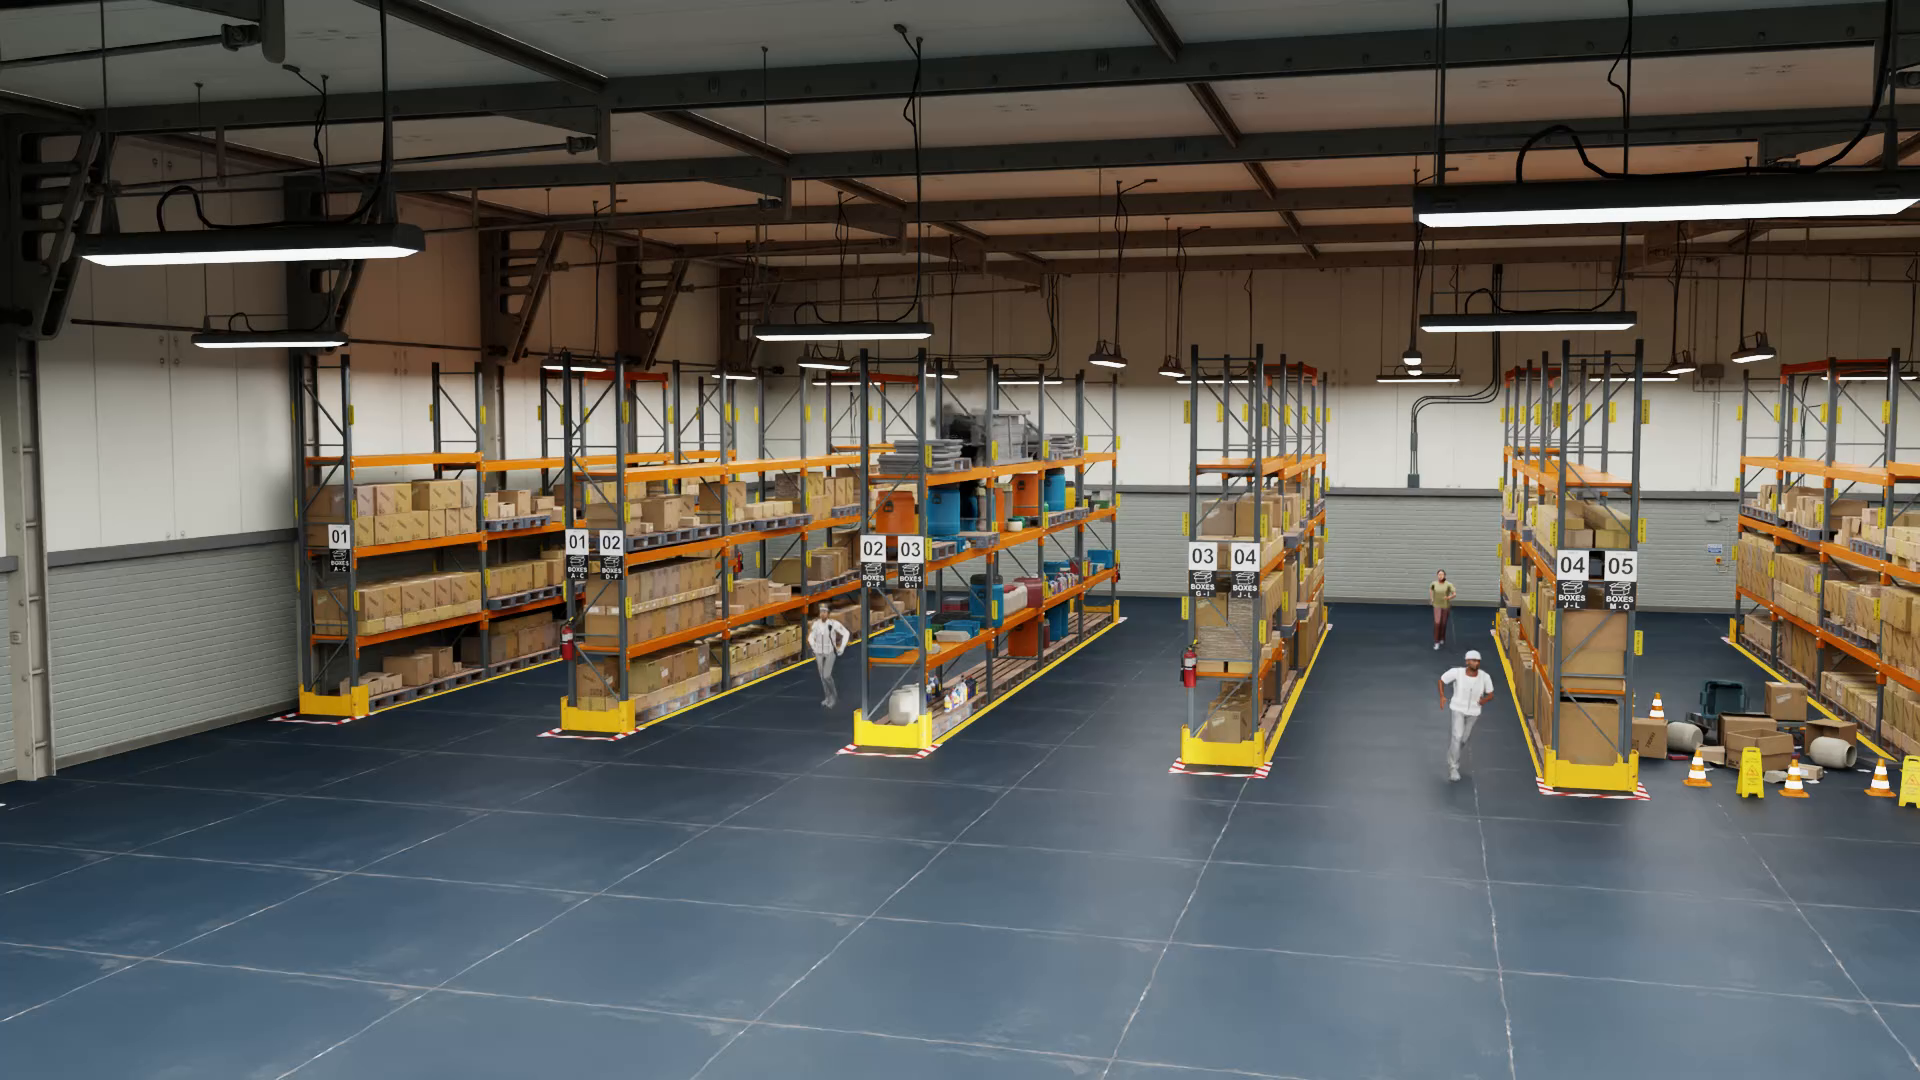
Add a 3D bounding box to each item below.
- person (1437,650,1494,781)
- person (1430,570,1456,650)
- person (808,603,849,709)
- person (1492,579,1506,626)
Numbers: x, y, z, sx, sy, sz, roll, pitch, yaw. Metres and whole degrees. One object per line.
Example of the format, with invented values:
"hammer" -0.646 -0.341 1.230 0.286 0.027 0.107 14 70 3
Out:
"person" 7.042 2.392 23.126 0.737 1.743 0.962 0 4 1
"person" 10.389 1.488 35.792 0.562 1.725 0.768 1 5 18
"person" -2.164 1.874 26.861 0.635 1.723 0.618 1 5 18
"person" 12.940 1.197 39.148 0.934 1.784 0.758 4 6 40
